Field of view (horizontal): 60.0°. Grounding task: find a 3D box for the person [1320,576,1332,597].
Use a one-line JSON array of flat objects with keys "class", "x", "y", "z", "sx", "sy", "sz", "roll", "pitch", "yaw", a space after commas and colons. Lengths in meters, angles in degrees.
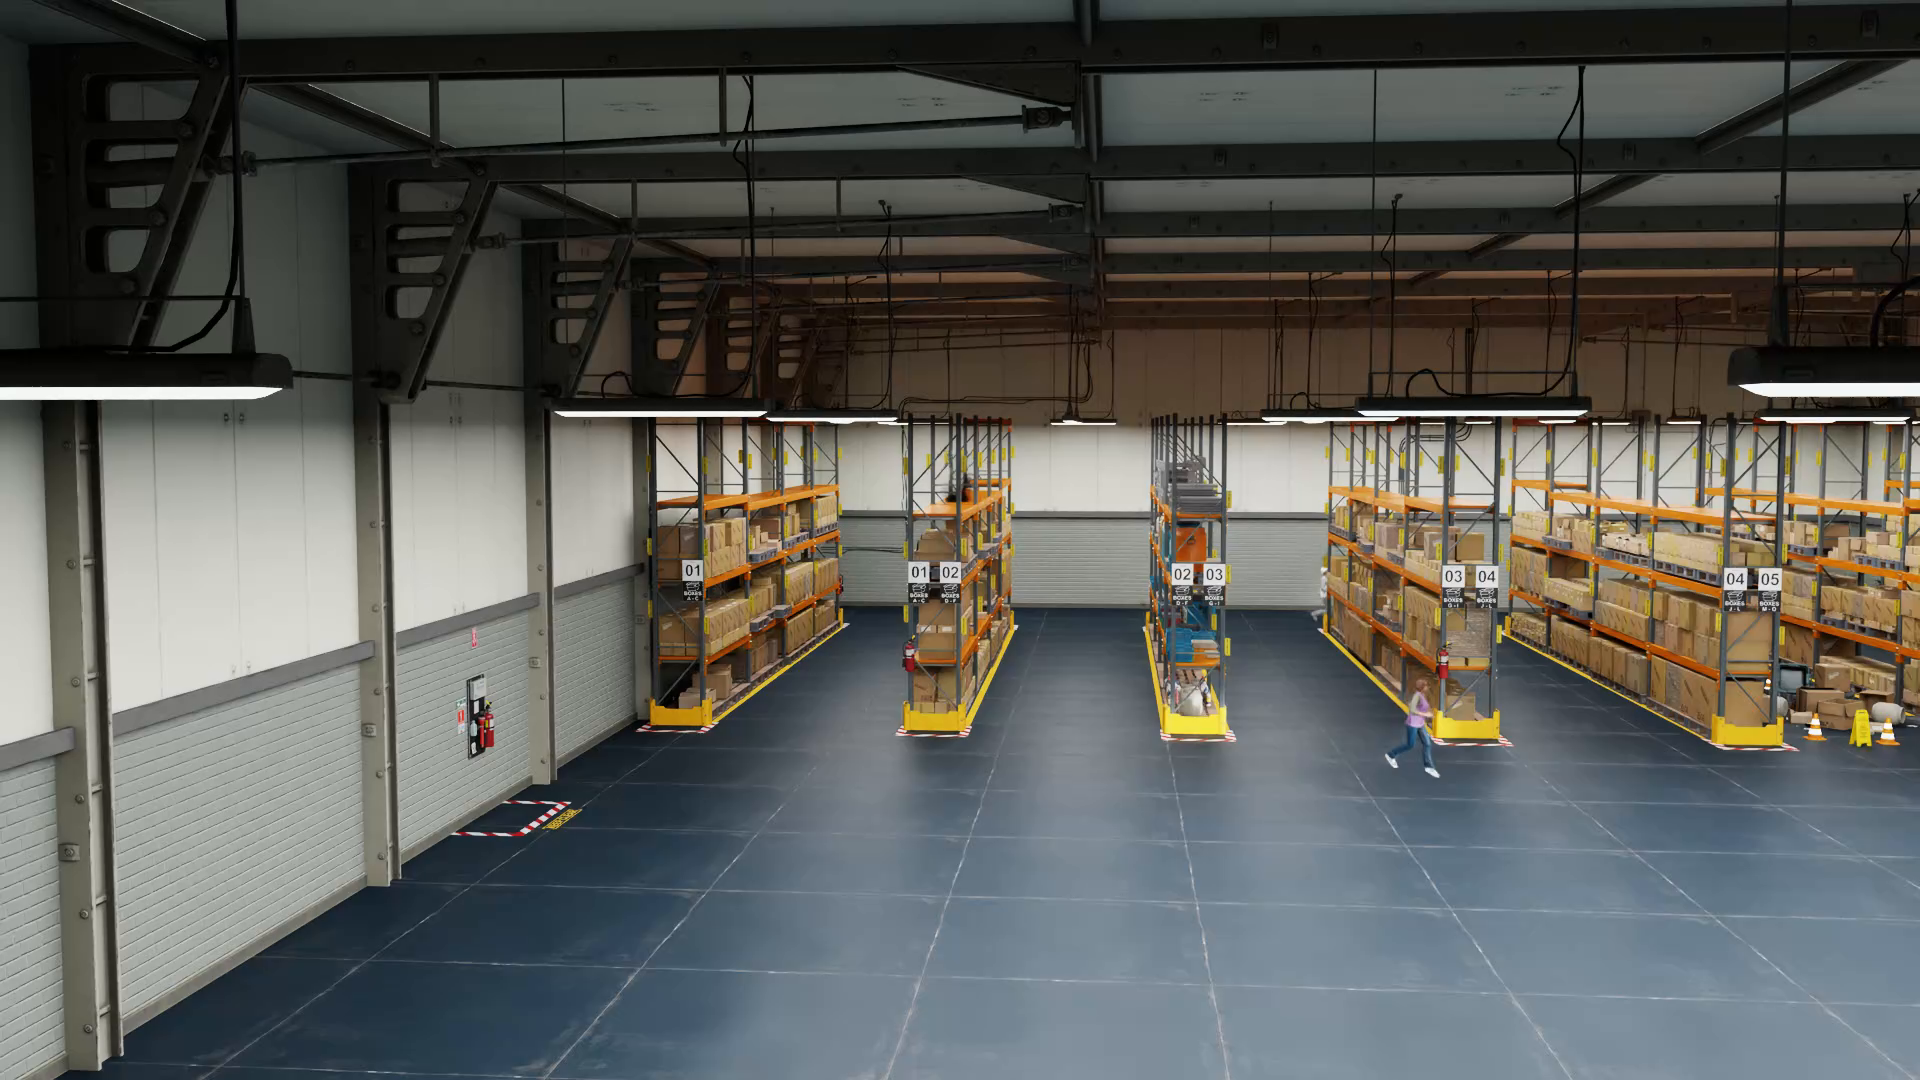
[{"class": "person", "x": 10.585, "y": 1.348, "z": 48.005, "sx": 0.351, "sy": 0.596, "sz": 0.446, "roll": 1, "pitch": 4, "yaw": 20}]
